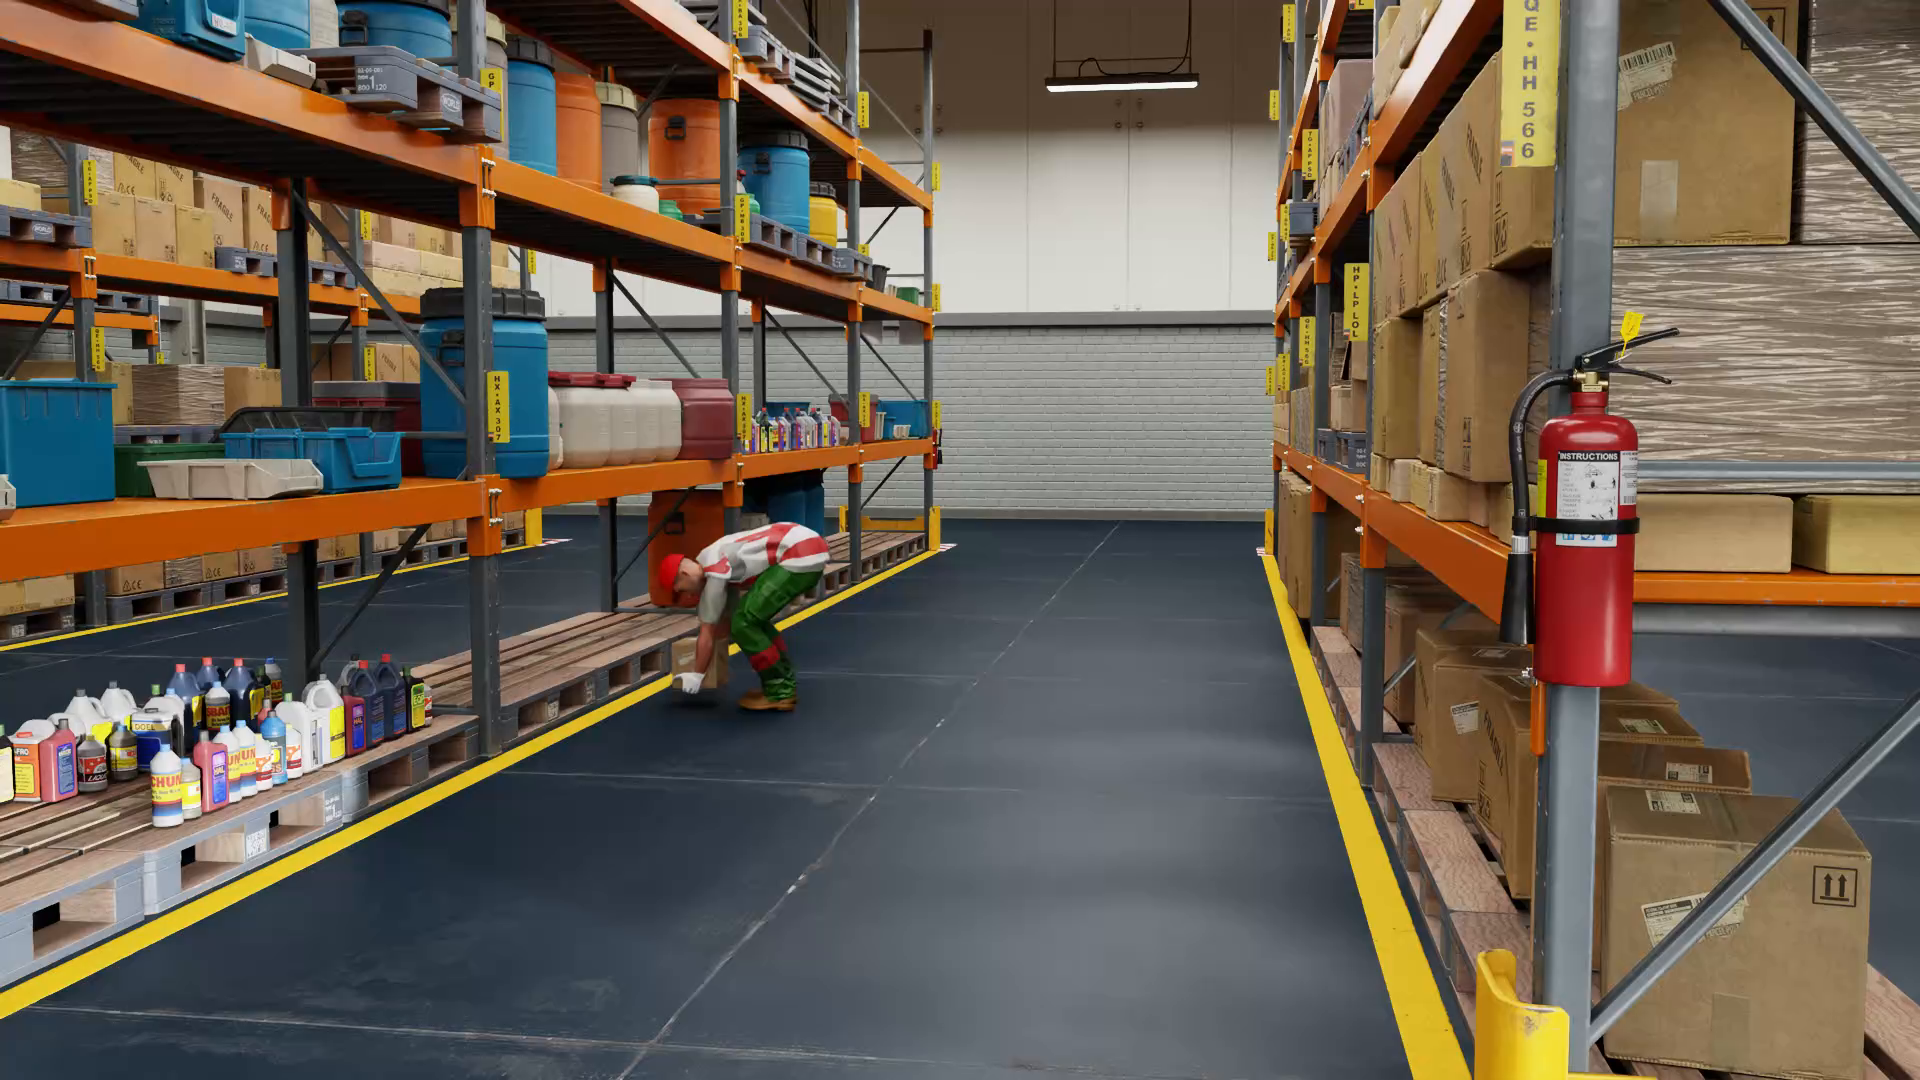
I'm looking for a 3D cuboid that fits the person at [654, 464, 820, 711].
[{"bbox_3d":[-1.225,0.248,9.134,0.914,1.334,0.483,1,4,7],"label":"person"}]
